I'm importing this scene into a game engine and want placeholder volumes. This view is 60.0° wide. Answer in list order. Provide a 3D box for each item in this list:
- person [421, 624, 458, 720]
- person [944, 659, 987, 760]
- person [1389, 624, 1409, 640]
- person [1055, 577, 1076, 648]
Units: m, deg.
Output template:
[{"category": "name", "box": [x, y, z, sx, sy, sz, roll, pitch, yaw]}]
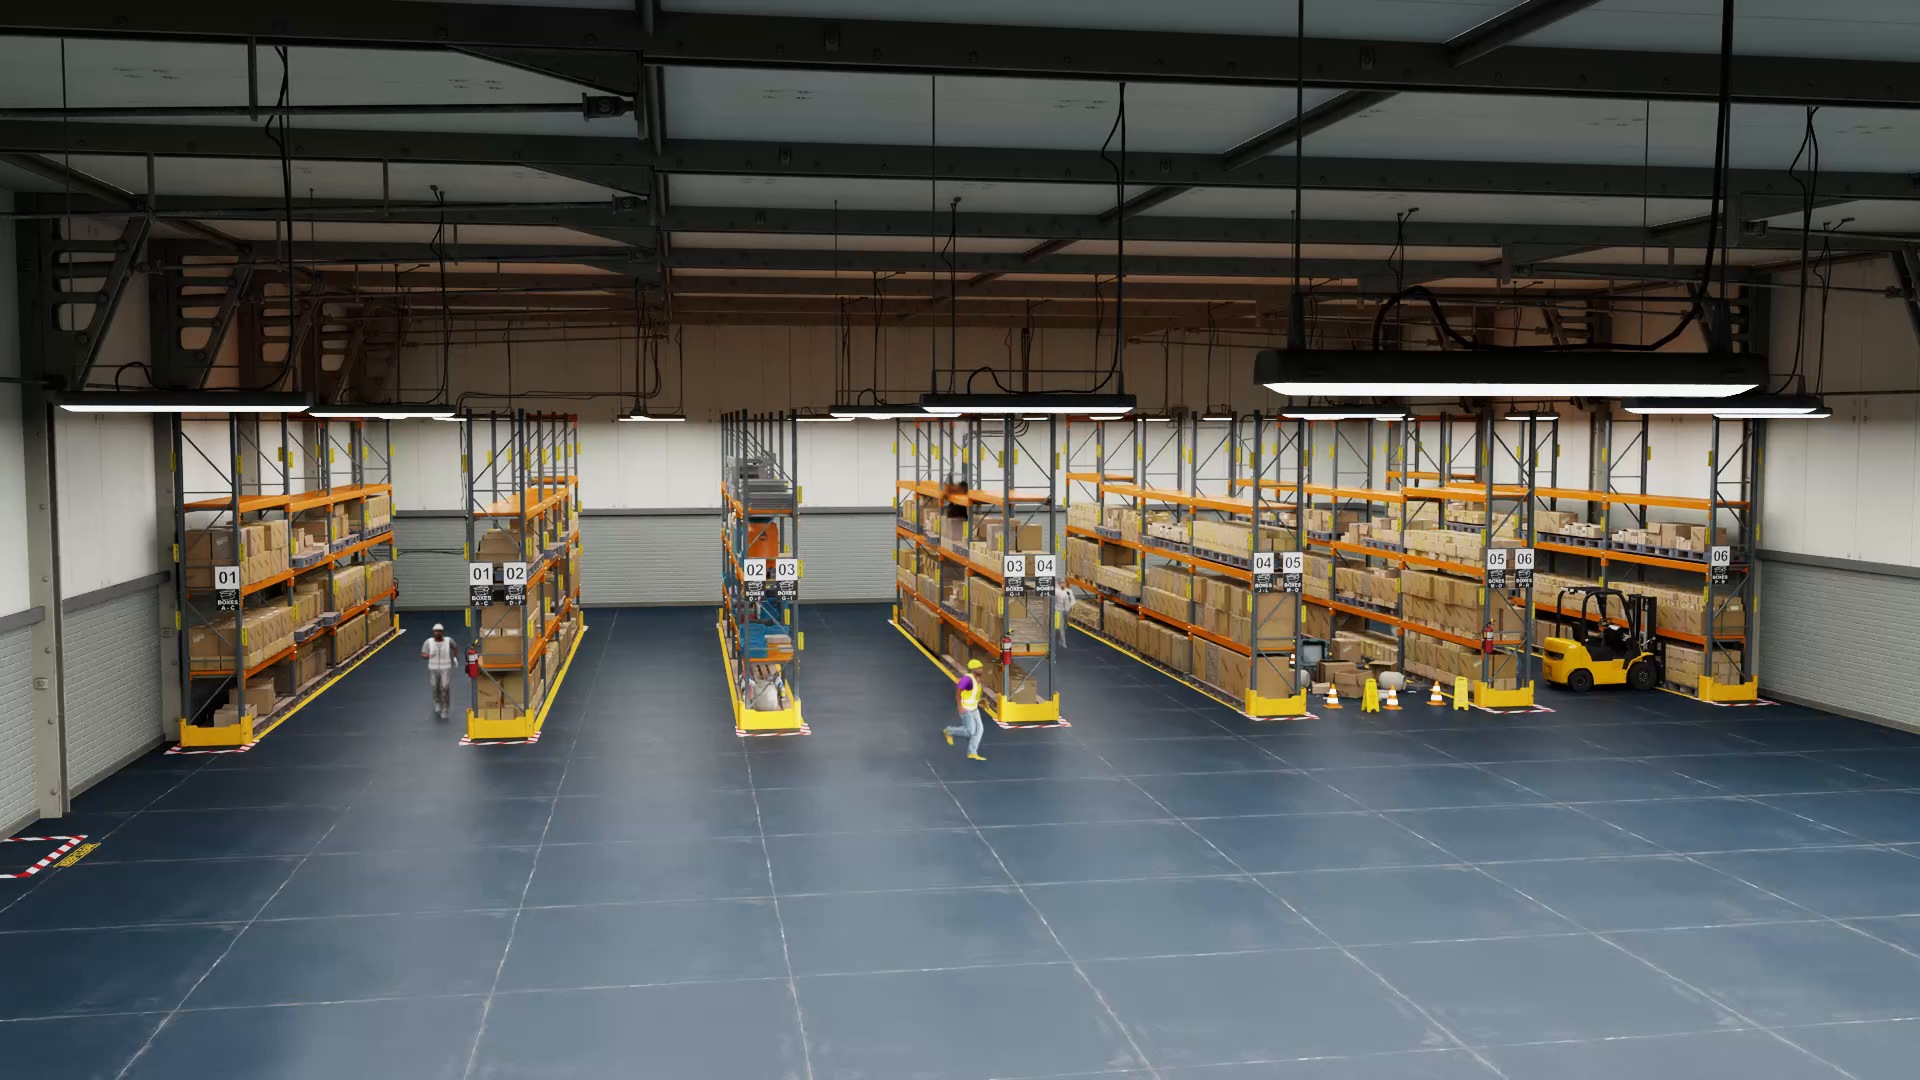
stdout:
[{"category": "person", "box": [-10.170, 2.547, 32.513, 0.669, 1.828, 0.851, -1, 4, -12]}, {"category": "person", "box": [0.089, 2.900, 28.491, 0.733, 1.728, 0.729, 2, 4, 23]}, {"category": "person", "box": [11.501, 1.808, 43.501, 0.708, 1.856, 0.840, -1, 4, -11]}, {"category": "person", "box": [2.525, 1.756, 40.551, 0.610, 1.727, 0.797, -1, 4, -8]}]
